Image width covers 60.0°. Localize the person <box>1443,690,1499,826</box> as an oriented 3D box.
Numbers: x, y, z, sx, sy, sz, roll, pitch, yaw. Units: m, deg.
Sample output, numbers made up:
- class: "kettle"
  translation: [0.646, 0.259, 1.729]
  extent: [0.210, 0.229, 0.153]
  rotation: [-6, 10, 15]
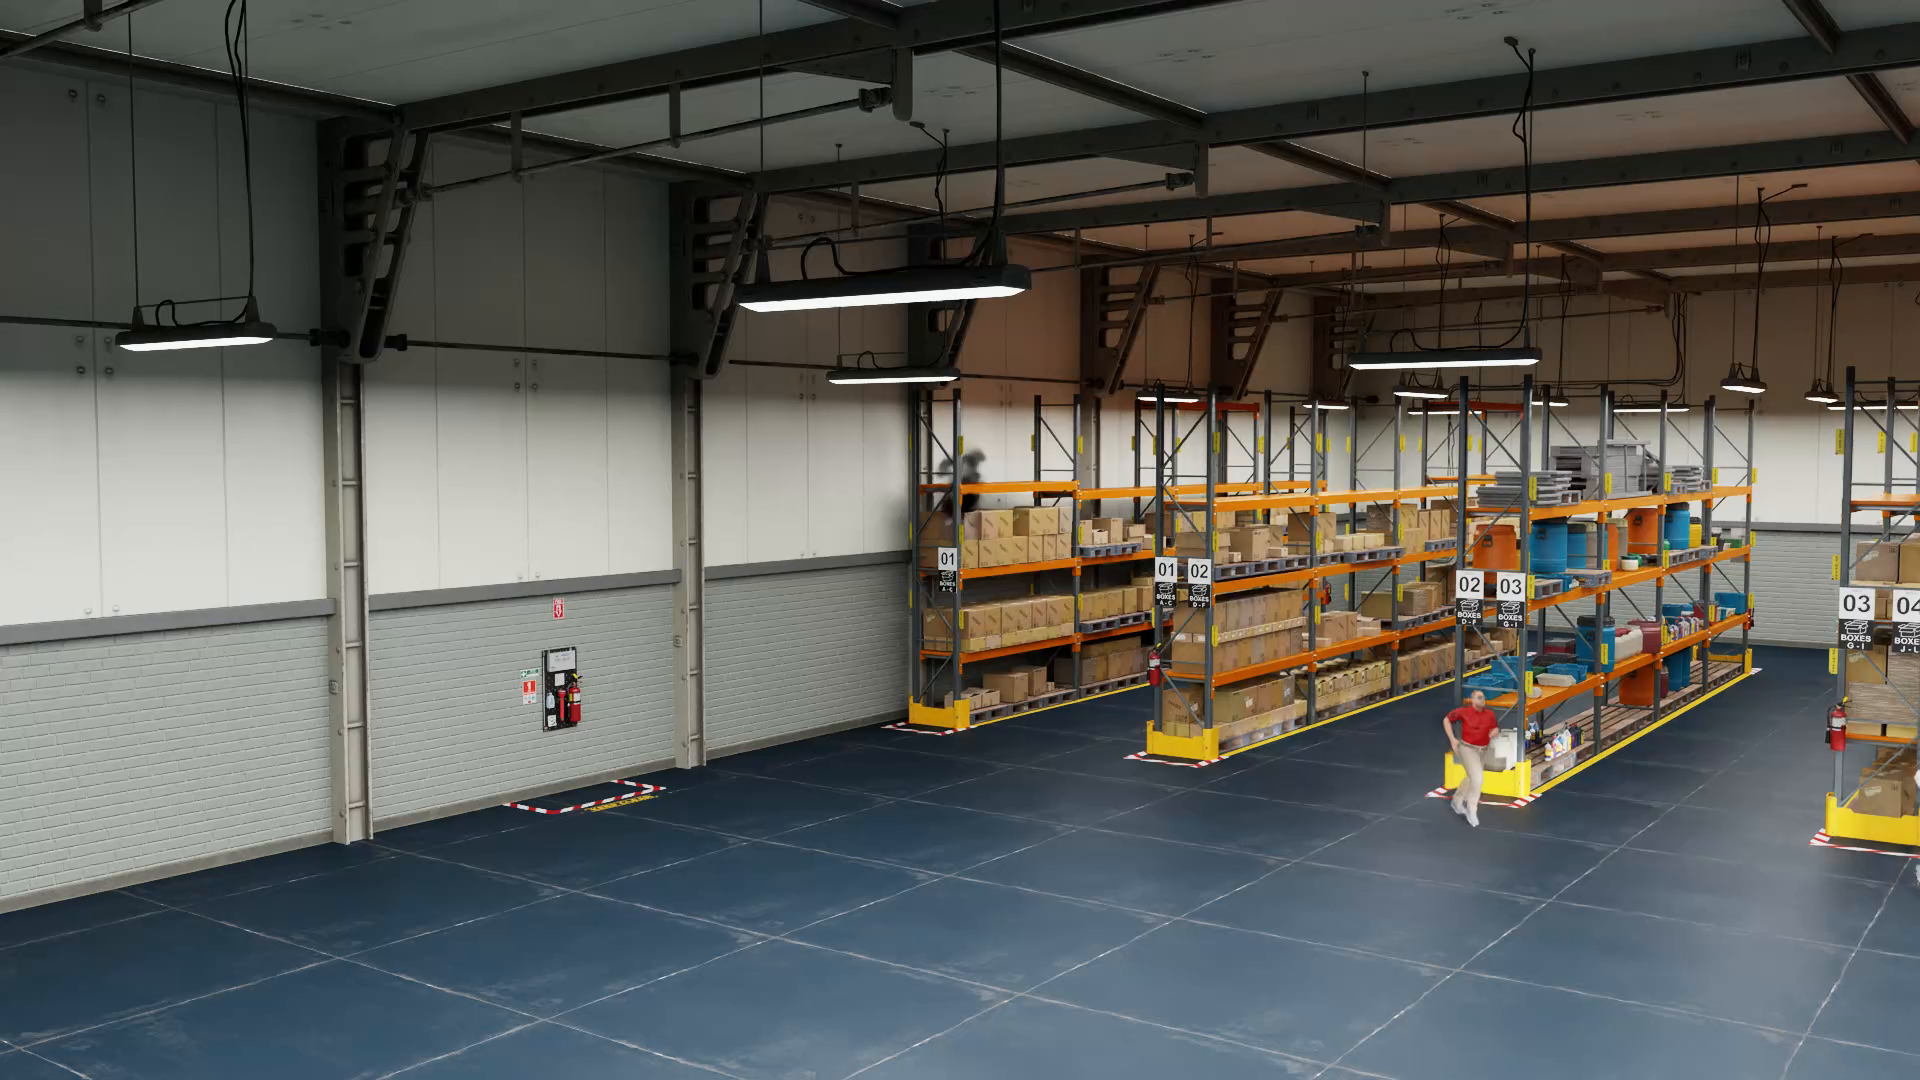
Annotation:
- class: "person"
  translation: [6.866, 2.878, 22.252]
  extent: [0.648, 1.773, 0.726]
  rotation: [-2, 4, -25]
